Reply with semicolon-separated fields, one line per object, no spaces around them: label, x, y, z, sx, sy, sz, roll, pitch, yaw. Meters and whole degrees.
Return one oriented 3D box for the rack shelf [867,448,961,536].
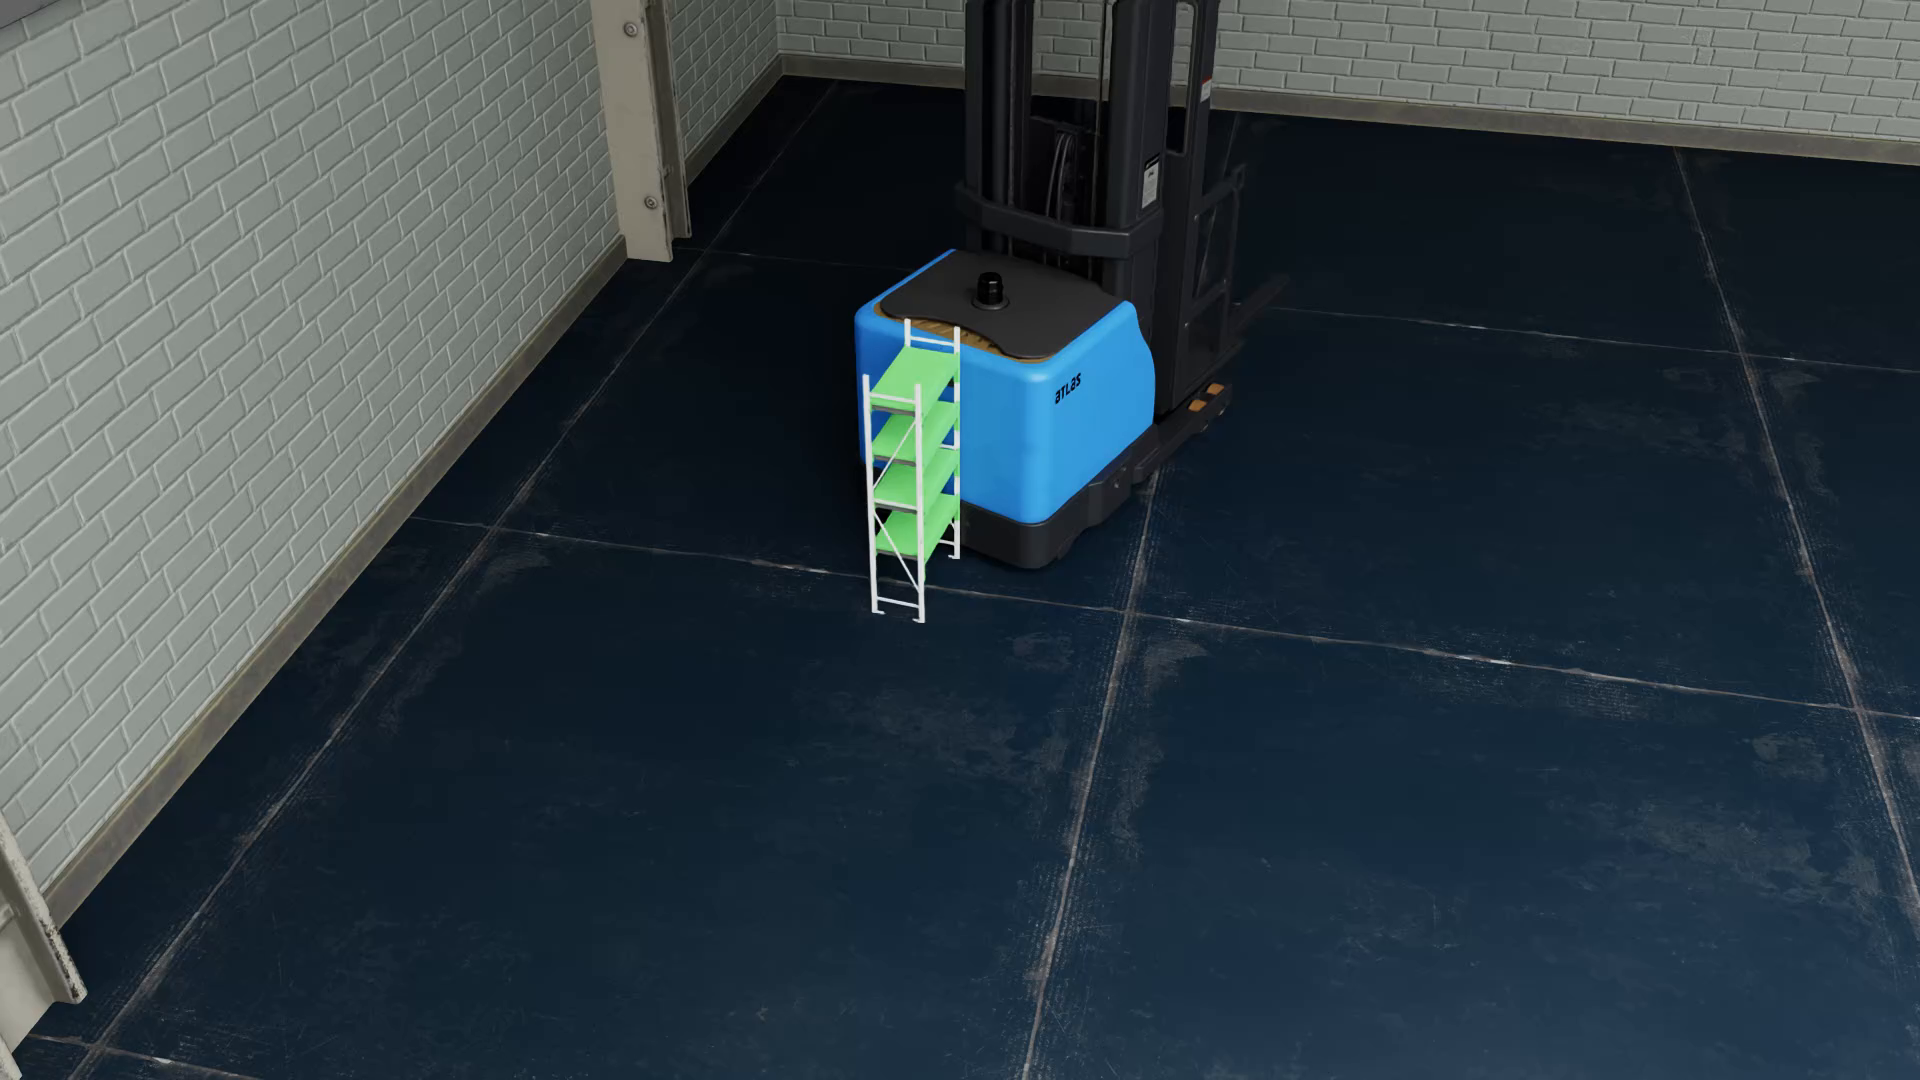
rack shelf;-0.194;-0.232;7.157;0.258;0.148;0.480;11;37;15

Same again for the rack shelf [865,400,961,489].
rack shelf;-0.194;-0.427;7.016;0.258;0.148;0.480;11;37;15

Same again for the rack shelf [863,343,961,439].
rack shelf;-0.194;-0.621;6.875;0.258;0.148;0.480;11;37;15

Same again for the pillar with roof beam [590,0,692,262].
pillar with roof beam;2.341;-4.920;6.870;9.100;9.000;0.400;7;37;10

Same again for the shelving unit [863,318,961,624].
shelving unit;-0.194;-0.284;7.119;0.258;1.200;0.503;11;37;15

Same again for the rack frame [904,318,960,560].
rack frame;-0.117;-0.420;7.307;0.240;1.200;0.015;11;37;15

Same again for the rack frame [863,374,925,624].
rack frame;-0.270;-0.148;6.932;0.240;1.200;0.015;11;37;15

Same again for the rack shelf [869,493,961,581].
rack shelf;-0.194;-0.038;7.298;0.258;0.148;0.480;11;37;15

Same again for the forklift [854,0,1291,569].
forklift;0.757;-1.882;7.849;1.130;2.935;3.031;22;41;27
